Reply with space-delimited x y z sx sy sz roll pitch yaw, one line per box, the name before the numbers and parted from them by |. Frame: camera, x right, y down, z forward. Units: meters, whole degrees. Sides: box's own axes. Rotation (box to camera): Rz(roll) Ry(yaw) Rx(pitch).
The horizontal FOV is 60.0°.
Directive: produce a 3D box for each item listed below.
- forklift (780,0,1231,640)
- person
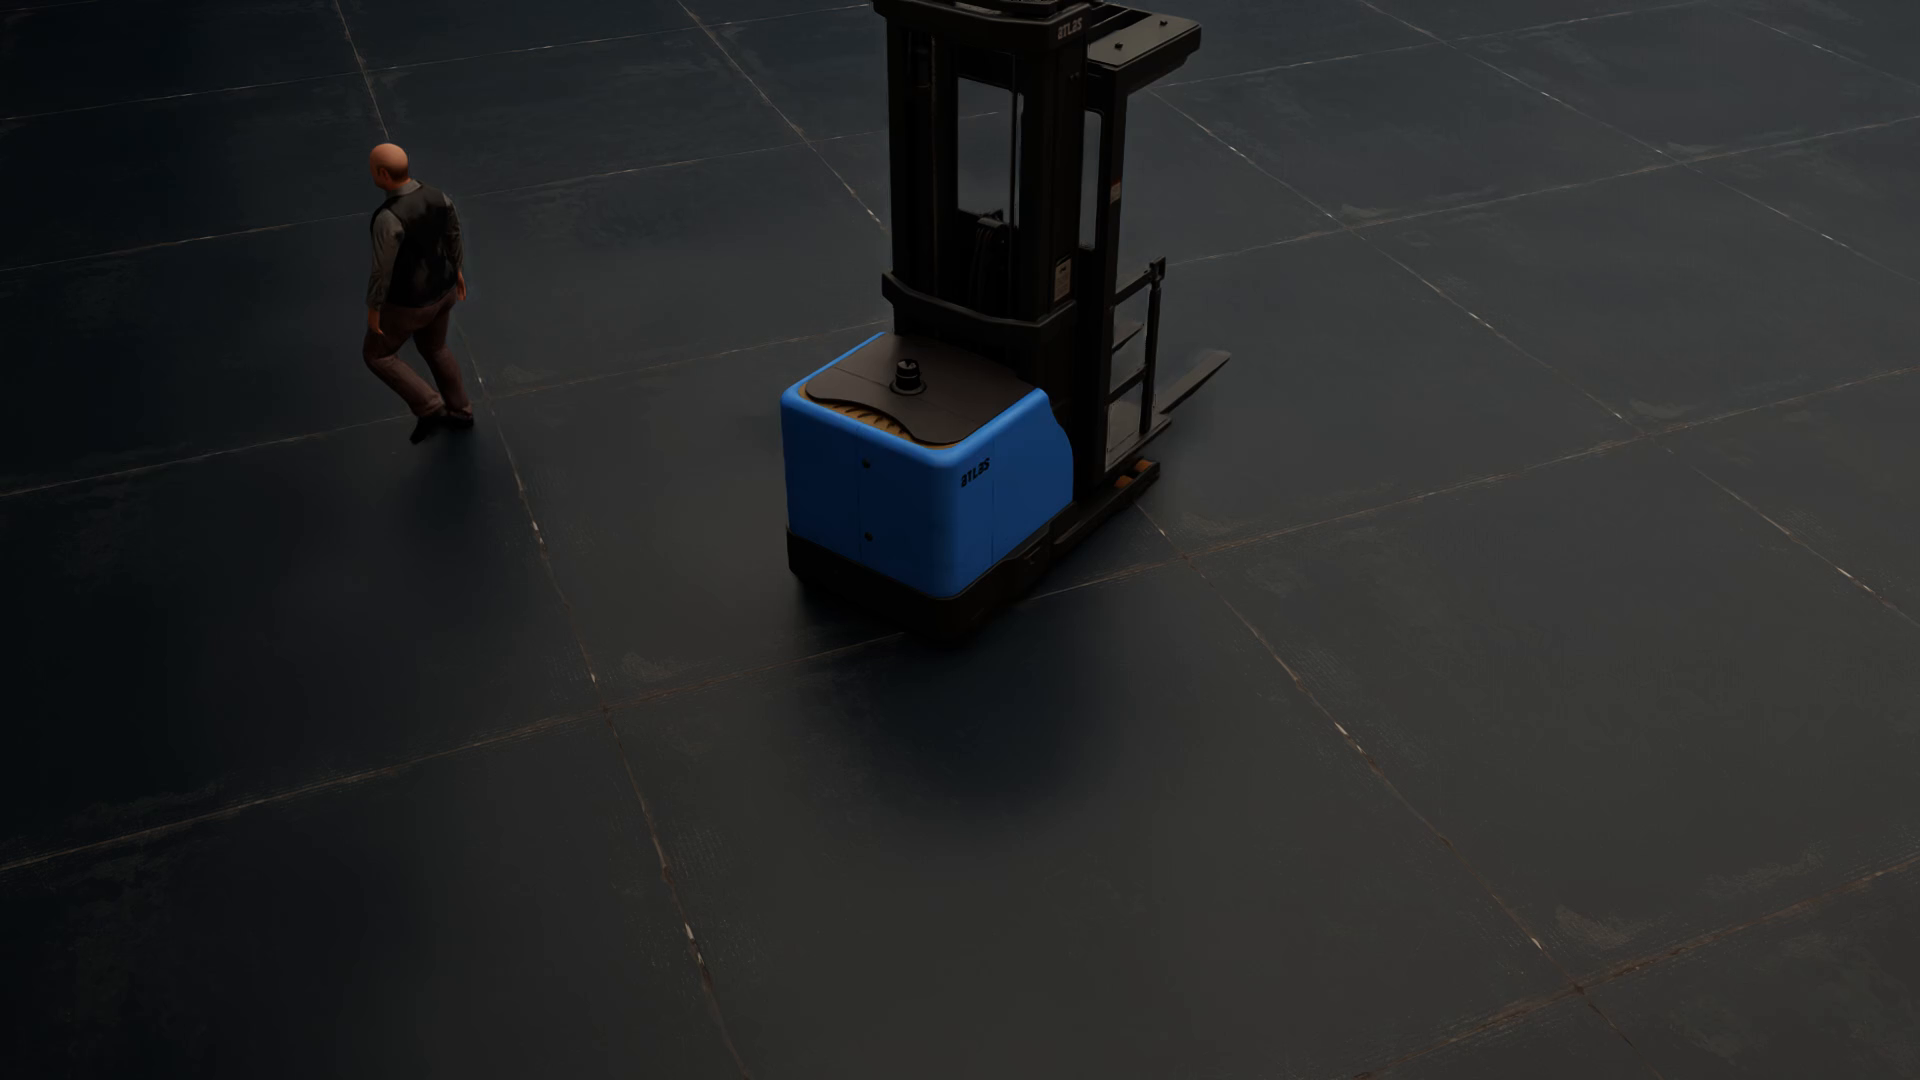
forklift | 0.427 -1.524 8.241 1.130 2.935 3.031 23 42 29
person | -2.996 -1.340 9.043 0.474 1.703 0.667 12 37 16
